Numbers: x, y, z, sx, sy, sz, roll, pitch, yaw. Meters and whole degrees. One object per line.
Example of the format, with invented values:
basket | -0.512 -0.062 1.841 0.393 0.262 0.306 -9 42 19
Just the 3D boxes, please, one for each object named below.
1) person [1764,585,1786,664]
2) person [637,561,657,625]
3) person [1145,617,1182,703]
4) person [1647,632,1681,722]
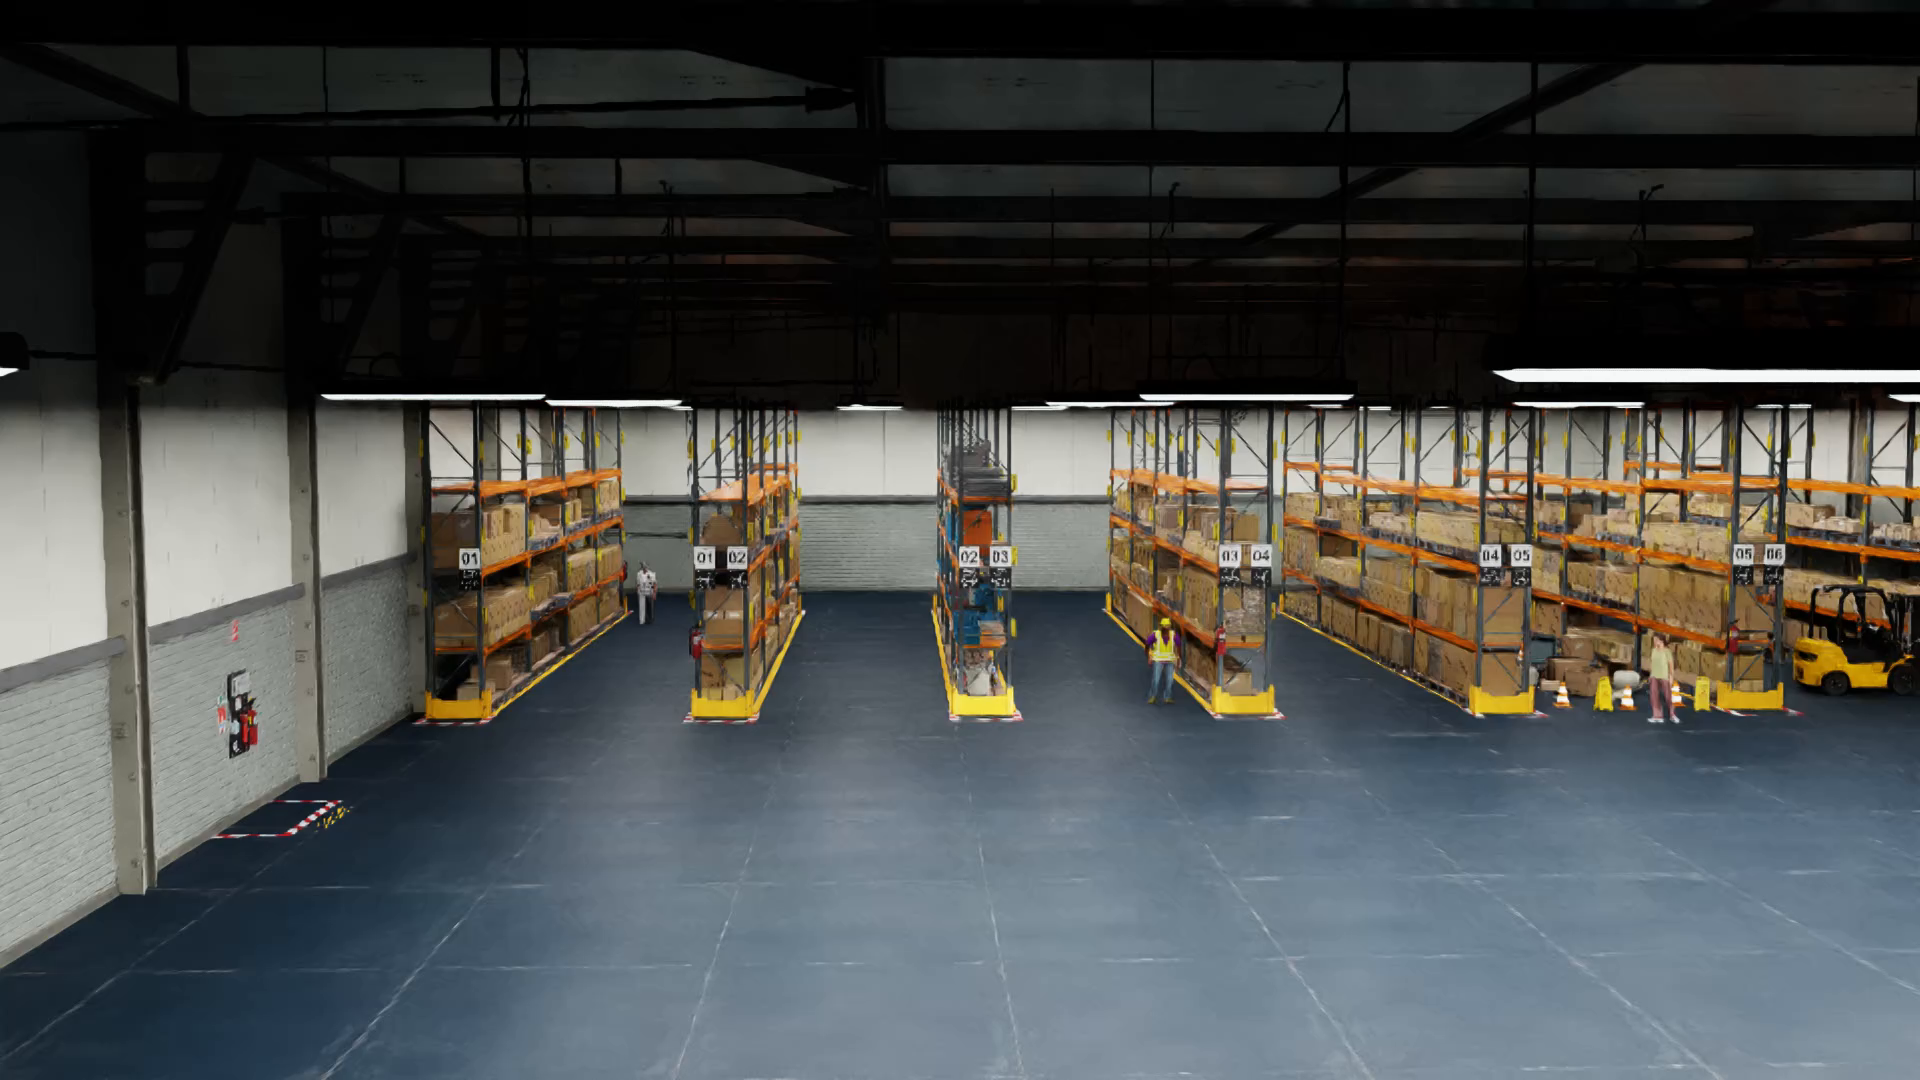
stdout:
person | 18.406 1.906 37.717 0.642 1.771 0.693 2 5 23
person | -8.408 1.416 44.653 0.554 1.709 1.040 0 4 -3
person | 3.988 2.358 32.596 0.719 1.714 0.578 0 4 -3
person | 12.991 2.531 30.681 0.535 1.662 0.562 -3 5 -30
